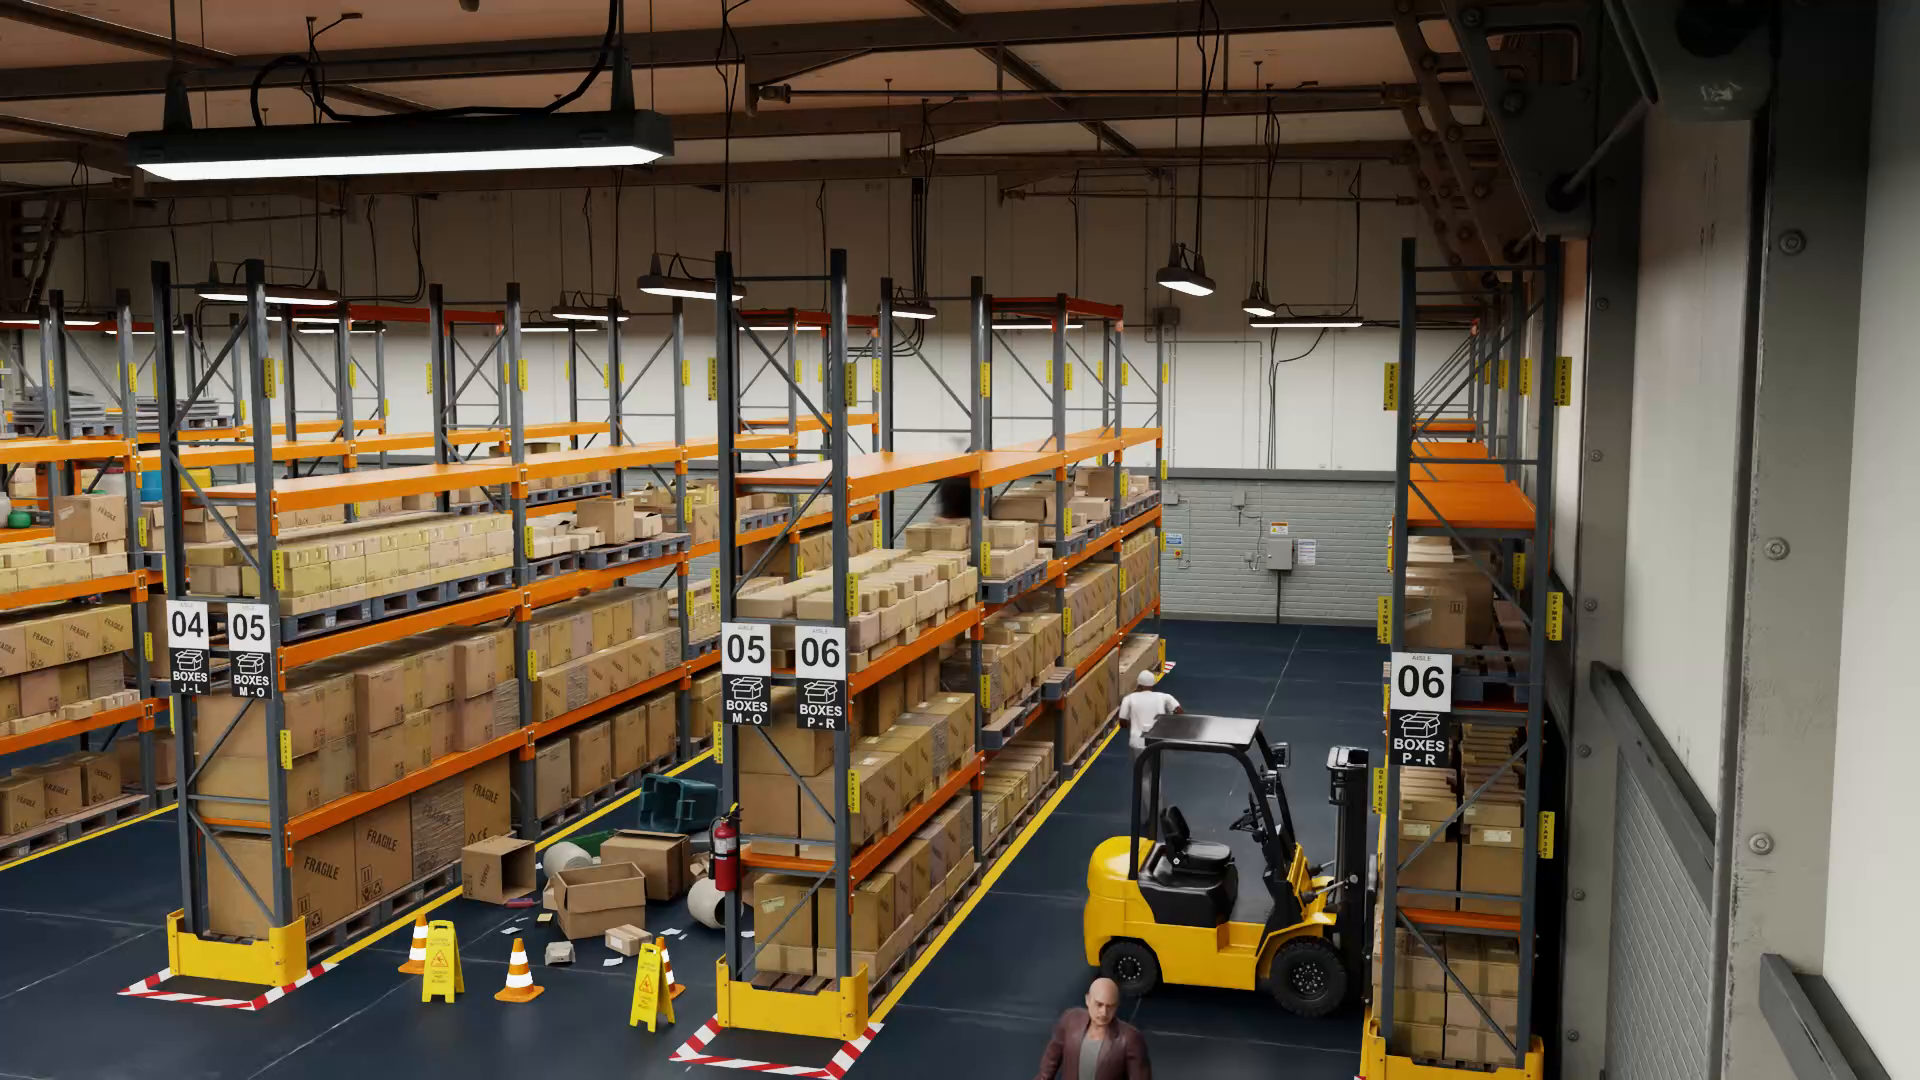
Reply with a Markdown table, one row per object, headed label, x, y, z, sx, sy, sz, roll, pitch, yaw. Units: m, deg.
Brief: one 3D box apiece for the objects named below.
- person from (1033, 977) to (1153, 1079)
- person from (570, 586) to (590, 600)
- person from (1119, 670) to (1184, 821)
| label | x | y | z | sx | sy | sz | roll | pitch | yaw |
| --- | --- | --- | --- | --- | --- | --- | --- | --- | --- |
| person | 0.774 | 3.292 | 9.623 | 0.786 | 1.721 | 0.826 | 2 | 6 | 20 |
| person | -6.015 | 1.495 | 26.792 | 0.715 | 1.719 | 0.643 | 0 | 6 | 2 |
| person | 2.157 | 2.334 | 18.921 | 0.704 | 1.687 | 0.707 | 0 | 6 | -4 |
